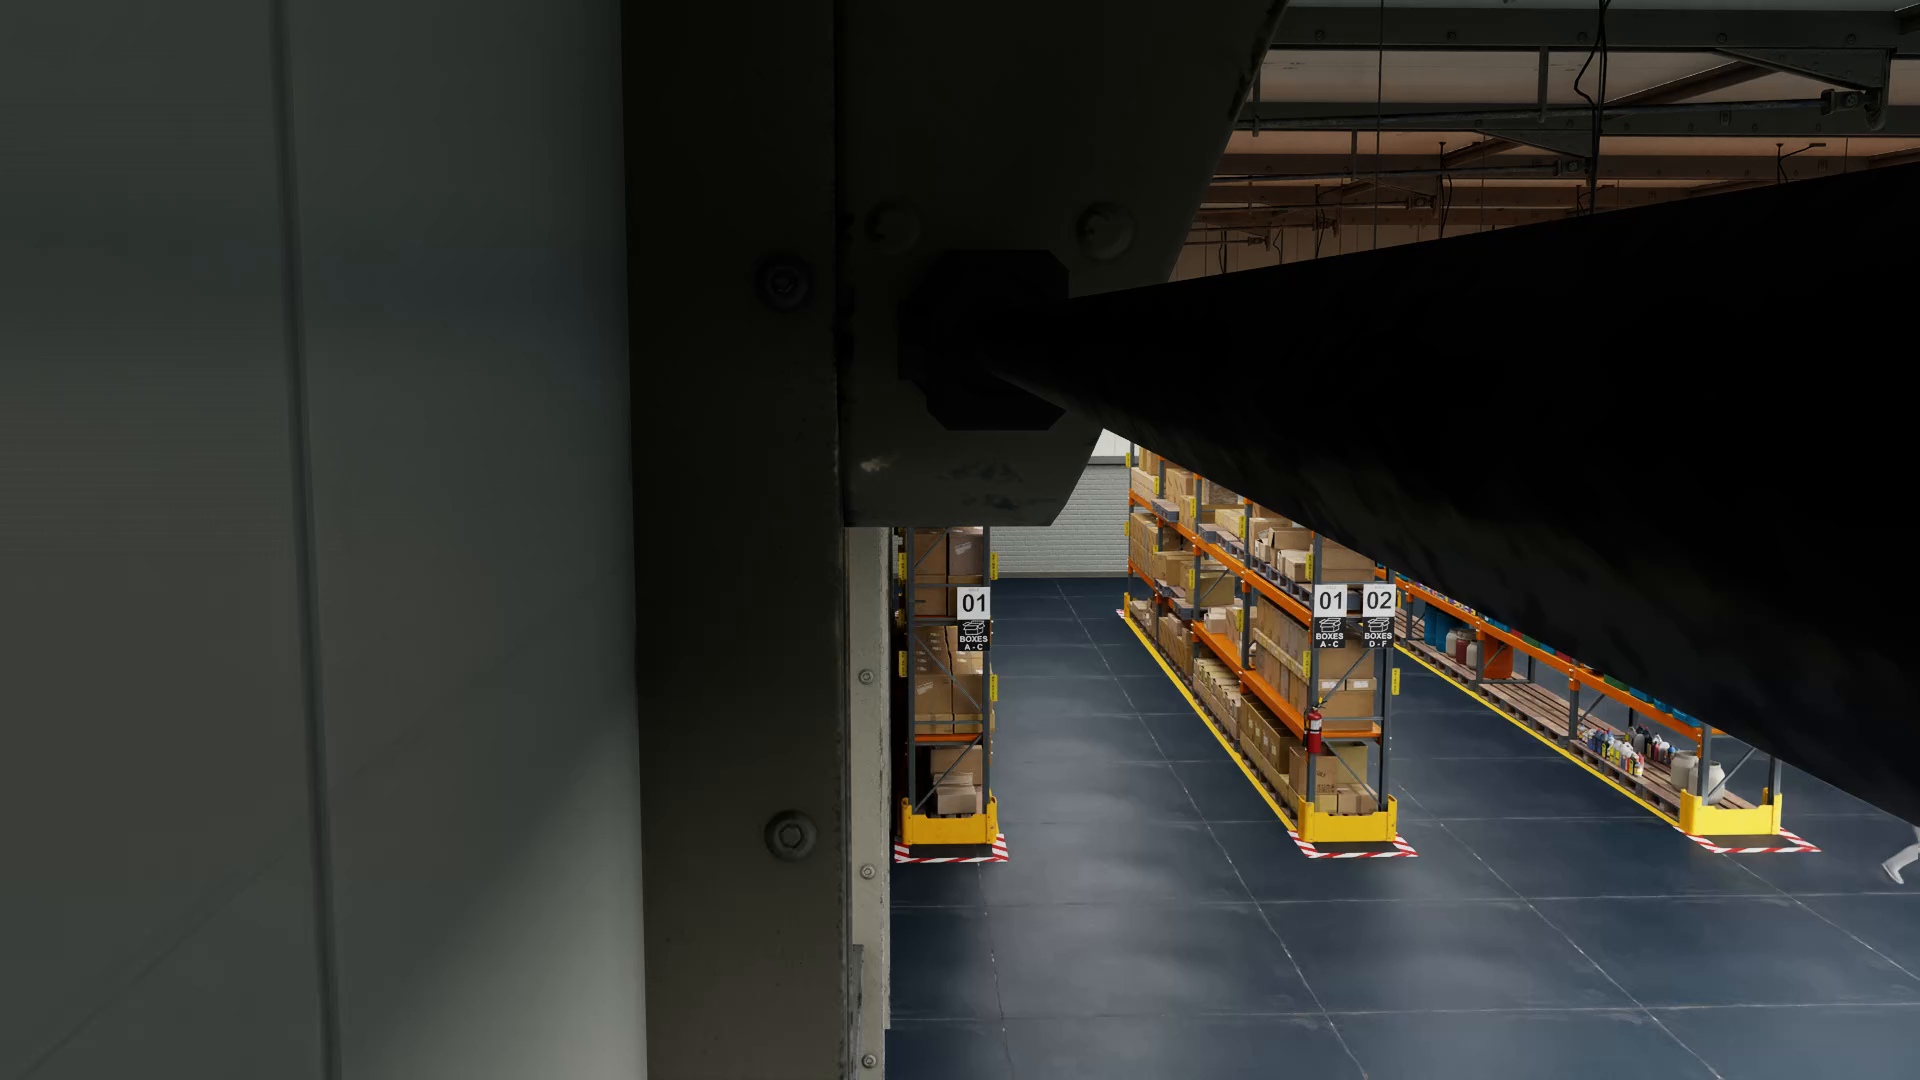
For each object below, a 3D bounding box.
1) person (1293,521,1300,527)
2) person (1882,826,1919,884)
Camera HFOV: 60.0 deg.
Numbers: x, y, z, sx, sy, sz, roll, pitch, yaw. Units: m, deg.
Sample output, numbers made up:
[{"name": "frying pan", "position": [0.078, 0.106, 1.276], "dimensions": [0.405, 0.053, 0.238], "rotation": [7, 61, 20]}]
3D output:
[{"name": "person", "position": [7.990, 0.406, 39.675], "dimensions": [0.727, 1.753, 0.627], "rotation": [2, 8, 17]}, {"name": "person", "position": [10.990, 3.121, 18.892], "dimensions": [0.707, 1.693, 0.822], "rotation": [7, 10, 43]}]
